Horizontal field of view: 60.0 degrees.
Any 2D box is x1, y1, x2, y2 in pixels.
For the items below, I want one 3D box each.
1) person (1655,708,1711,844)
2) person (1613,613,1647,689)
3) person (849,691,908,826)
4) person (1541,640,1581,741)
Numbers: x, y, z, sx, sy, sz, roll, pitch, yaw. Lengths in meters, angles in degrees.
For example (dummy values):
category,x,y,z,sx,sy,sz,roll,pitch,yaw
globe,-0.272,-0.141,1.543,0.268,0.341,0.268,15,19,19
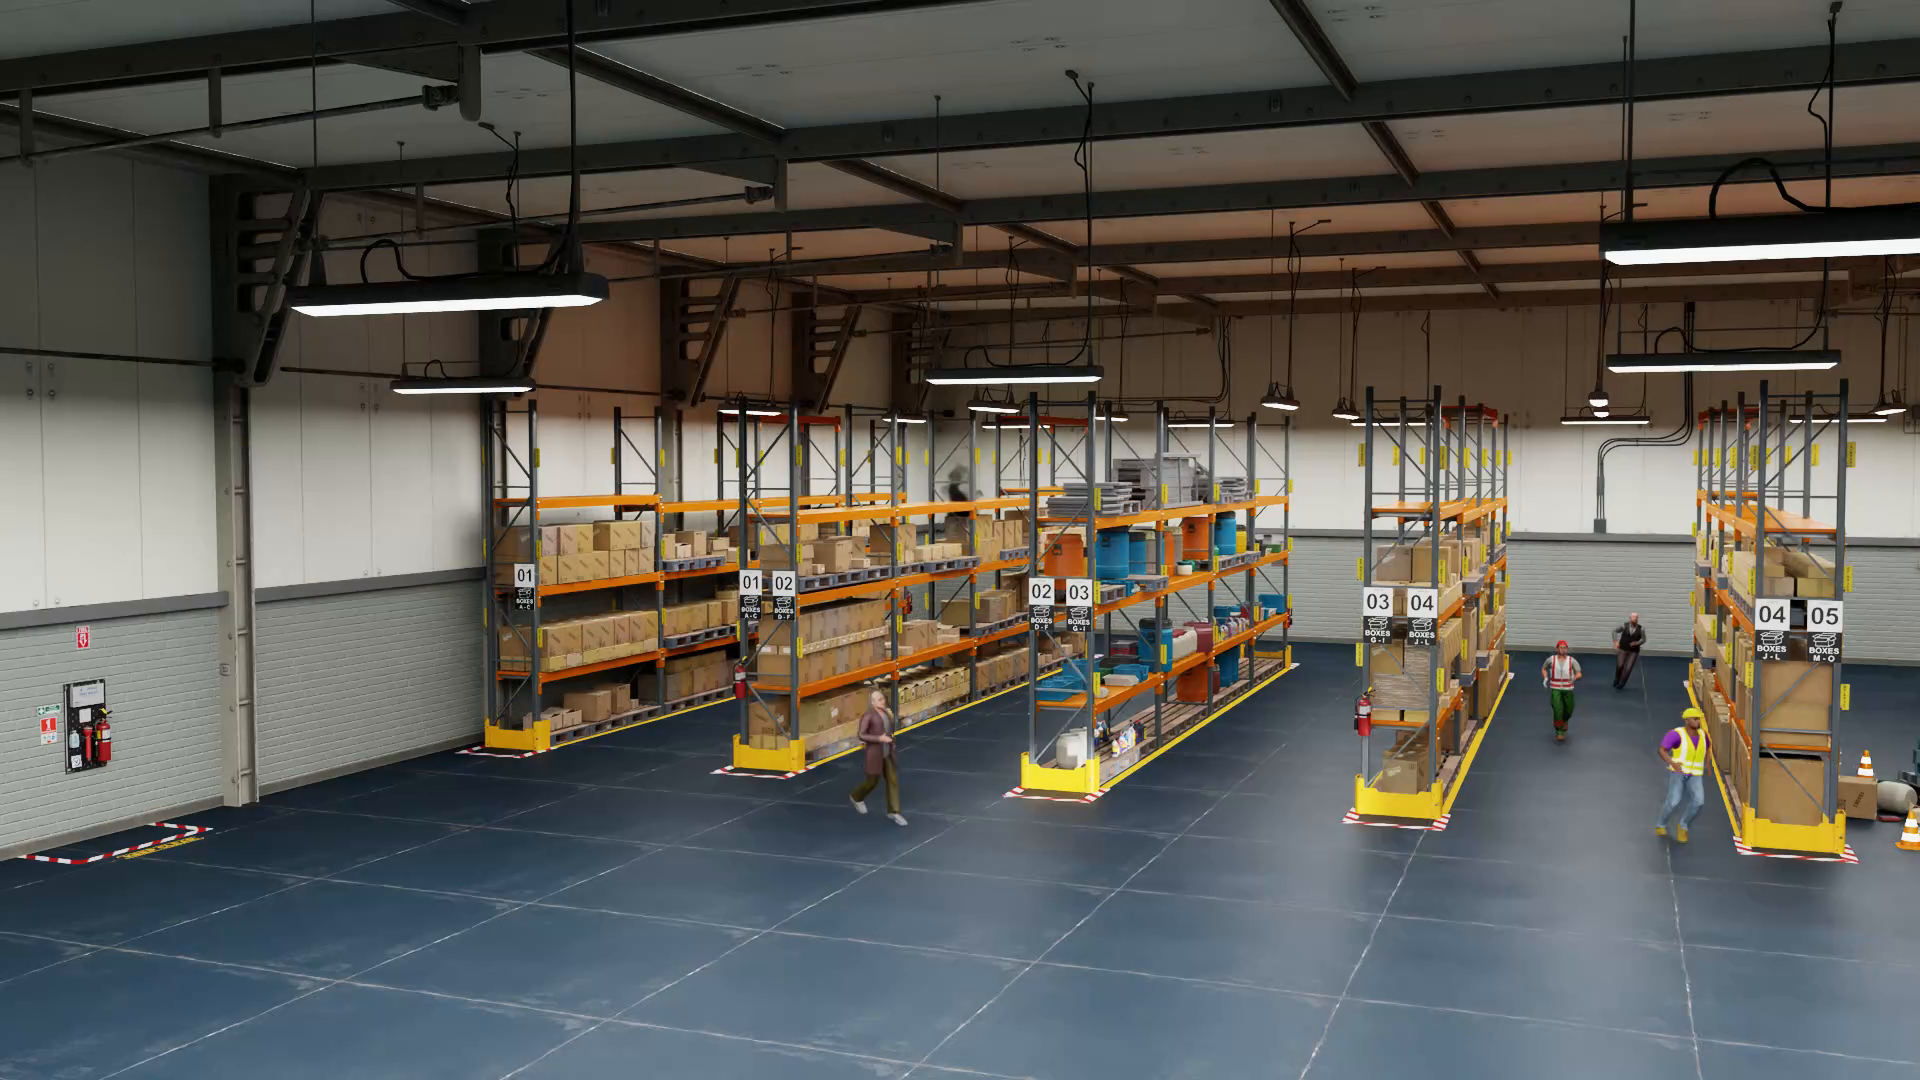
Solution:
category,x,y,z,sx,sy,sz,roll,pitch,yaw
person,9.510,3.072,21.736,0.766,1.759,0.656,0,3,-1
person,14.464,2.405,35.925,0.678,1.660,0.513,1,3,18
person,-1.134,2.973,22.858,1.049,1.798,0.707,3,4,45
person,10.707,2.662,29.616,0.668,1.760,0.868,1,3,16
